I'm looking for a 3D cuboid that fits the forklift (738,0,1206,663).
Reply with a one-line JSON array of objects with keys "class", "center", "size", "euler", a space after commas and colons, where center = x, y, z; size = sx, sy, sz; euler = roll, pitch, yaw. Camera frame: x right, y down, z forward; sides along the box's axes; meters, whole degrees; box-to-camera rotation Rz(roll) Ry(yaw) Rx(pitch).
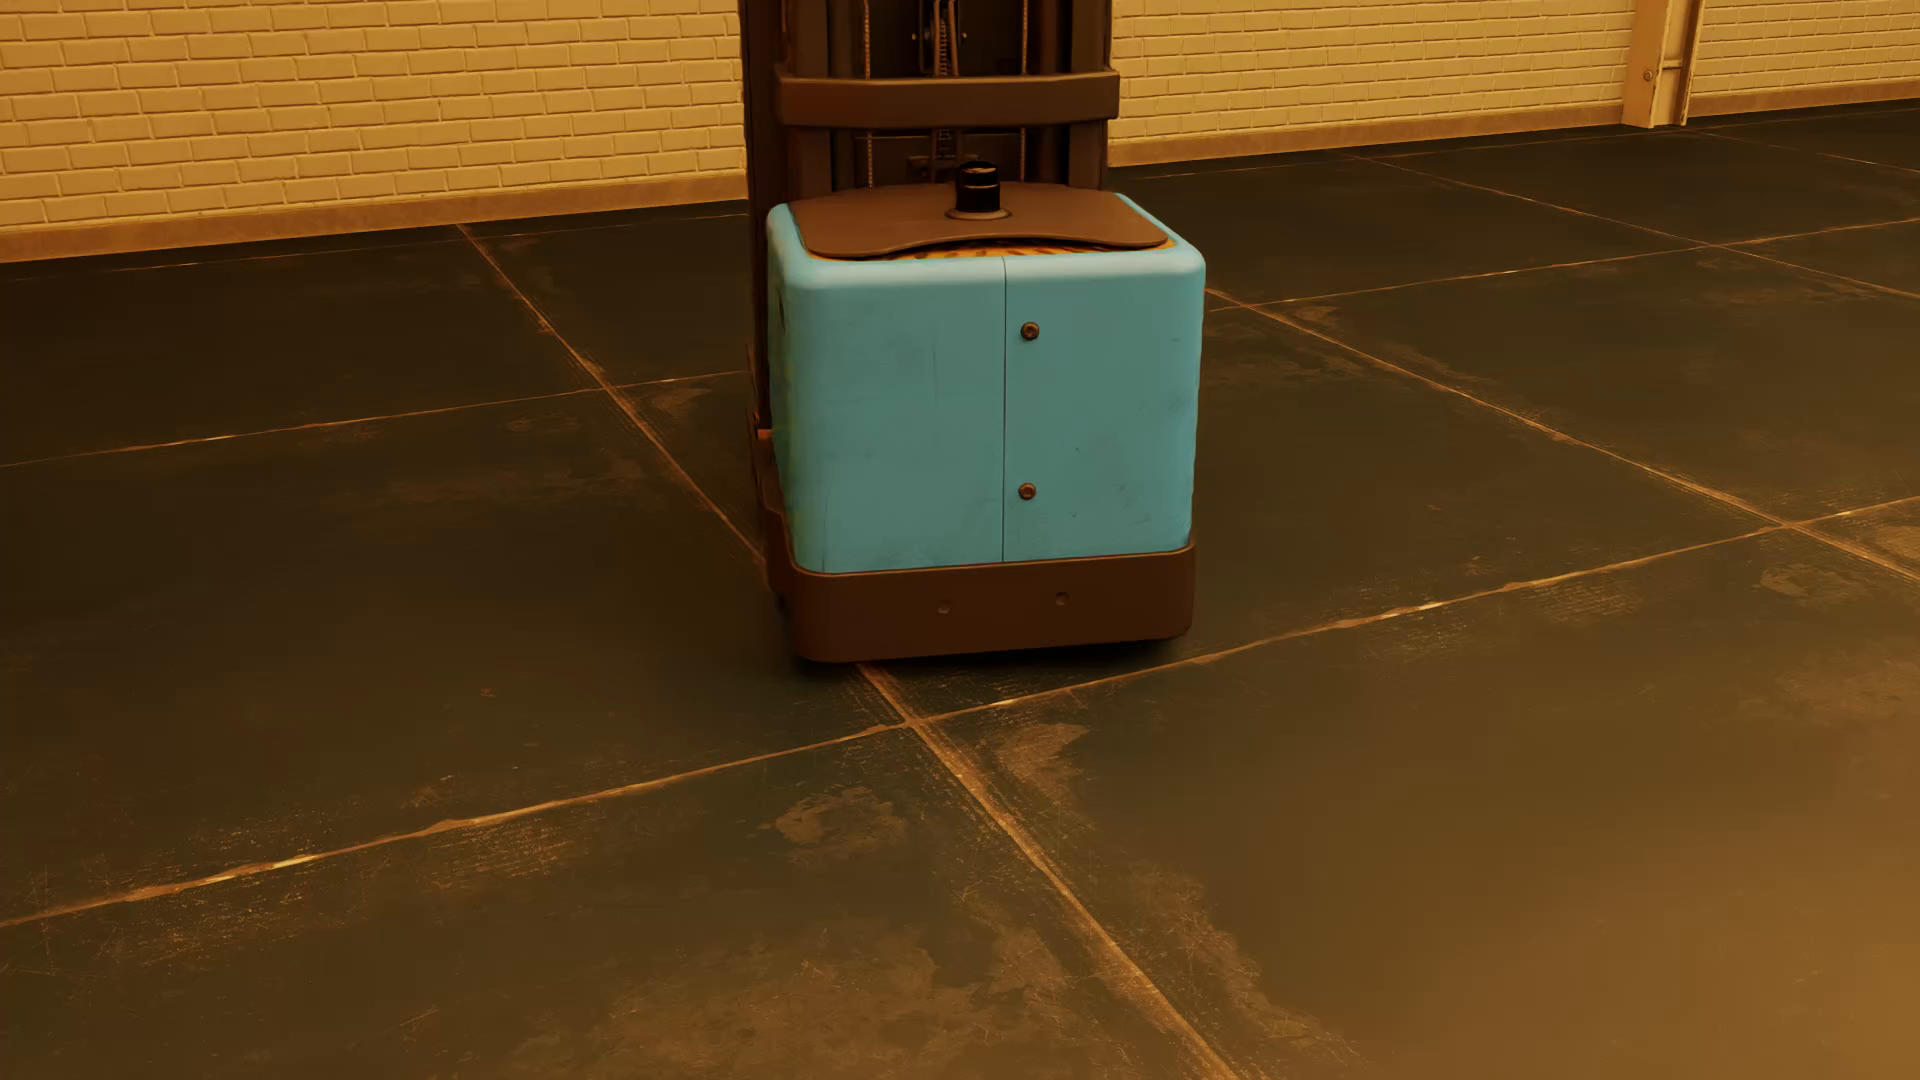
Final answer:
[{"class": "forklift", "center": [-0.139, -1.577, 5.083], "size": [1.130, 2.935, 3.031], "euler": [-4, 23, -9]}]
